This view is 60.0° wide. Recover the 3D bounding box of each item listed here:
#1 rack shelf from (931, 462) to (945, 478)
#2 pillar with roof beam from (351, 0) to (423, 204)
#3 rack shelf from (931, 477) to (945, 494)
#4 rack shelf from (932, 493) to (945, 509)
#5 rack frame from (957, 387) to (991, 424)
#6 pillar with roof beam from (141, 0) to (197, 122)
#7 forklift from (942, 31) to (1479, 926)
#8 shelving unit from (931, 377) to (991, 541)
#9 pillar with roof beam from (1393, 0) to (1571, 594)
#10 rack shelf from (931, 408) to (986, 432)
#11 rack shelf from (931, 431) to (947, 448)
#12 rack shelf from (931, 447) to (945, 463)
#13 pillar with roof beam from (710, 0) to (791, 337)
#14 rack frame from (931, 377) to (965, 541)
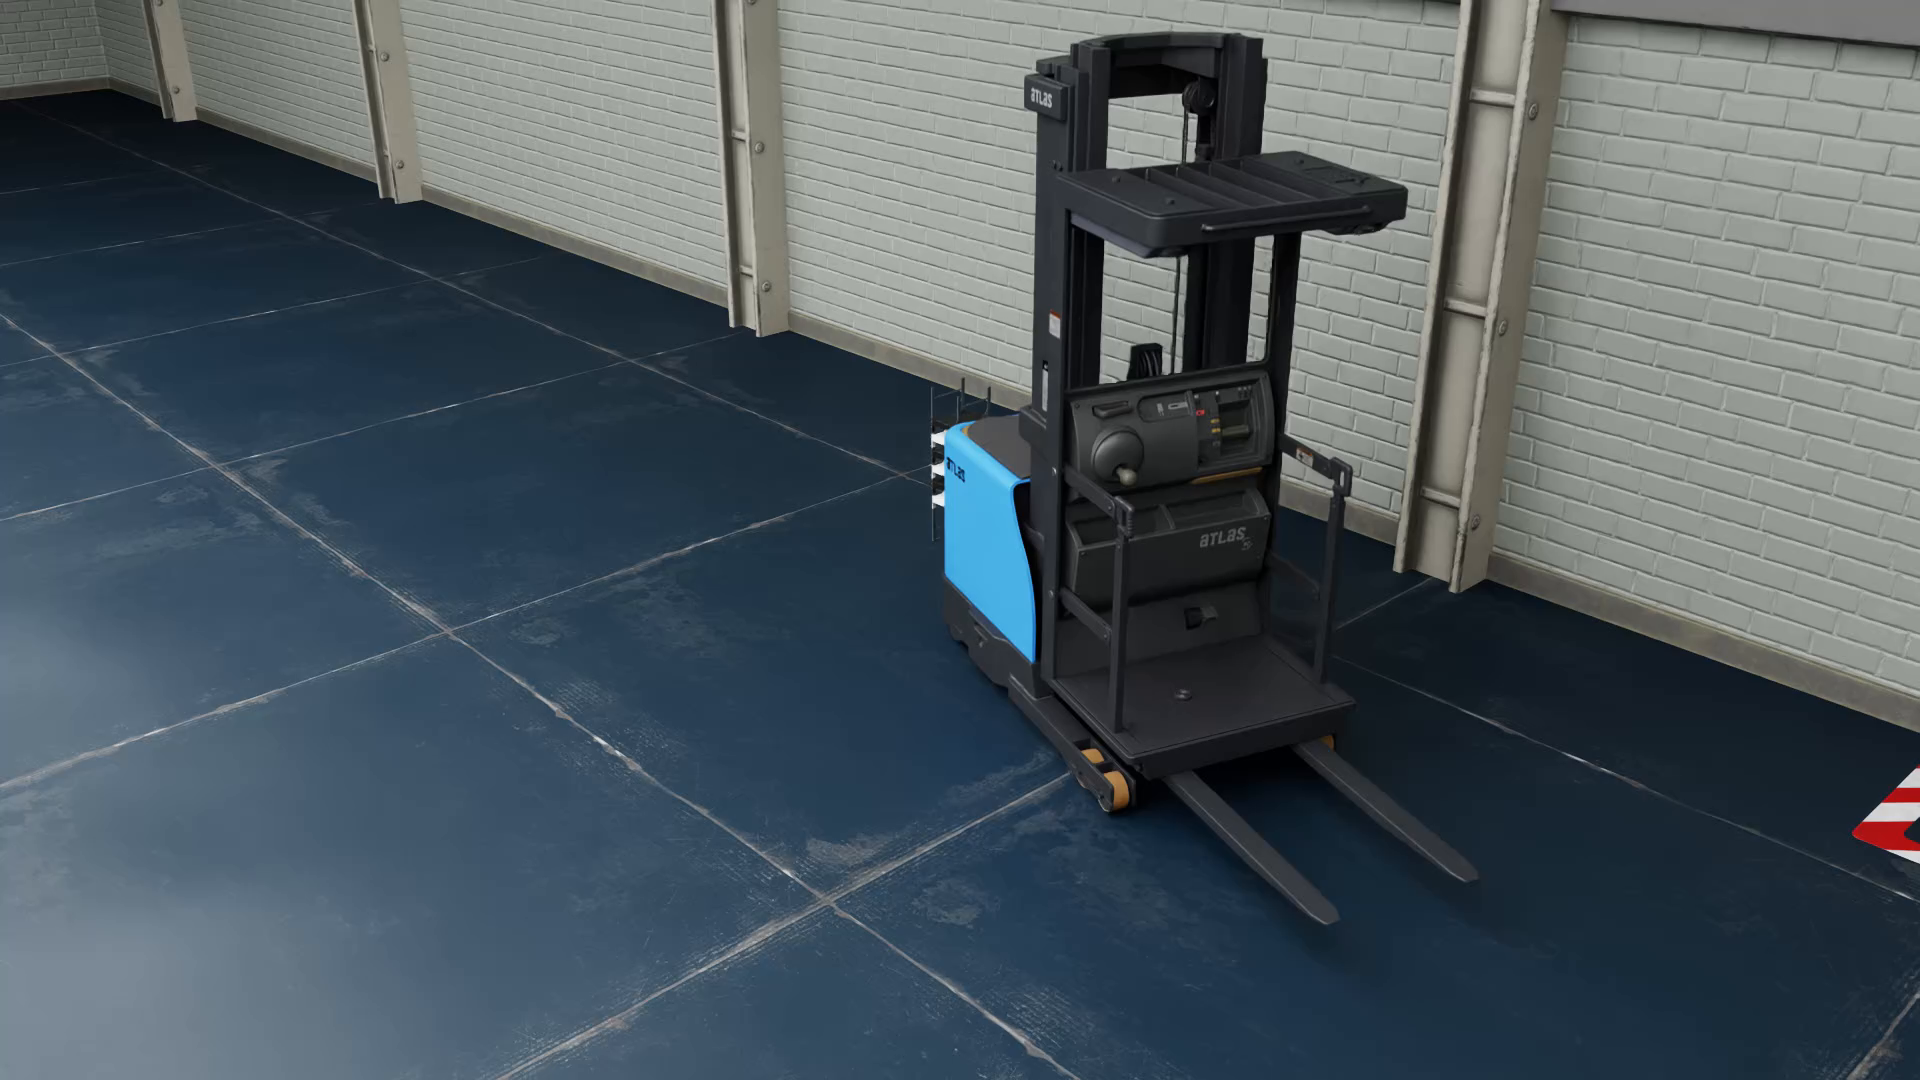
[{"bbox_3d":[0.006,-0.377,9.072,0.258,0.077,0.200,-21,32,-38],"label":"rack shelf"},{"bbox_3d":[-8.784,-6.332,12.287,9.100,9.000,0.400,-21,32,-38],"label":"pillar with roof beam"},{"bbox_3d":[0.006,-0.295,9.109,0.258,0.077,0.200,-21,32,-38],"label":"rack shelf"},{"bbox_3d":[0.006,-0.213,9.146,0.258,0.077,0.200,-21,32,-38],"label":"rack shelf"},{"bbox_3d":[0.075,-0.376,8.990,0.240,0.900,0.006,-21,32,-38],"label":"rack frame"},{"bbox_3d":[-12.885,-8.150,16.272,9.100,9.000,0.400,-21,32,-38],"label":"pillar with roof beam"},{"bbox_3d":[0.968,-0.423,6.646,1.130,2.935,3.031,-10,27,-22],"label":"forklift"},{"bbox_3d":[0.006,-0.407,9.058,0.258,0.900,0.210,-21,32,-38],"label":"shelving unit"},{"bbox_3d":[-0.582,-2.696,4.318,9.100,9.000,0.400,-21,32,-38],"label":"pillar with roof beam"},{"bbox_3d":[0.006,-0.622,8.960,0.258,0.077,0.200,-21,32,-38],"label":"rack shelf"},{"bbox_3d":[0.006,-0.540,8.997,0.258,0.077,0.200,-21,32,-38],"label":"rack shelf"},{"bbox_3d":[0.006,-0.459,9.034,0.258,0.077,0.200,-21,32,-38],"label":"rack shelf"},{"bbox_3d":[-4.683,-4.514,8.303,9.100,9.000,0.400,-21,32,-38],"label":"pillar with roof beam"},{"bbox_3d":[-0.064,-0.438,9.125,0.240,0.900,0.006,-21,32,-38],"label":"rack frame"}]
